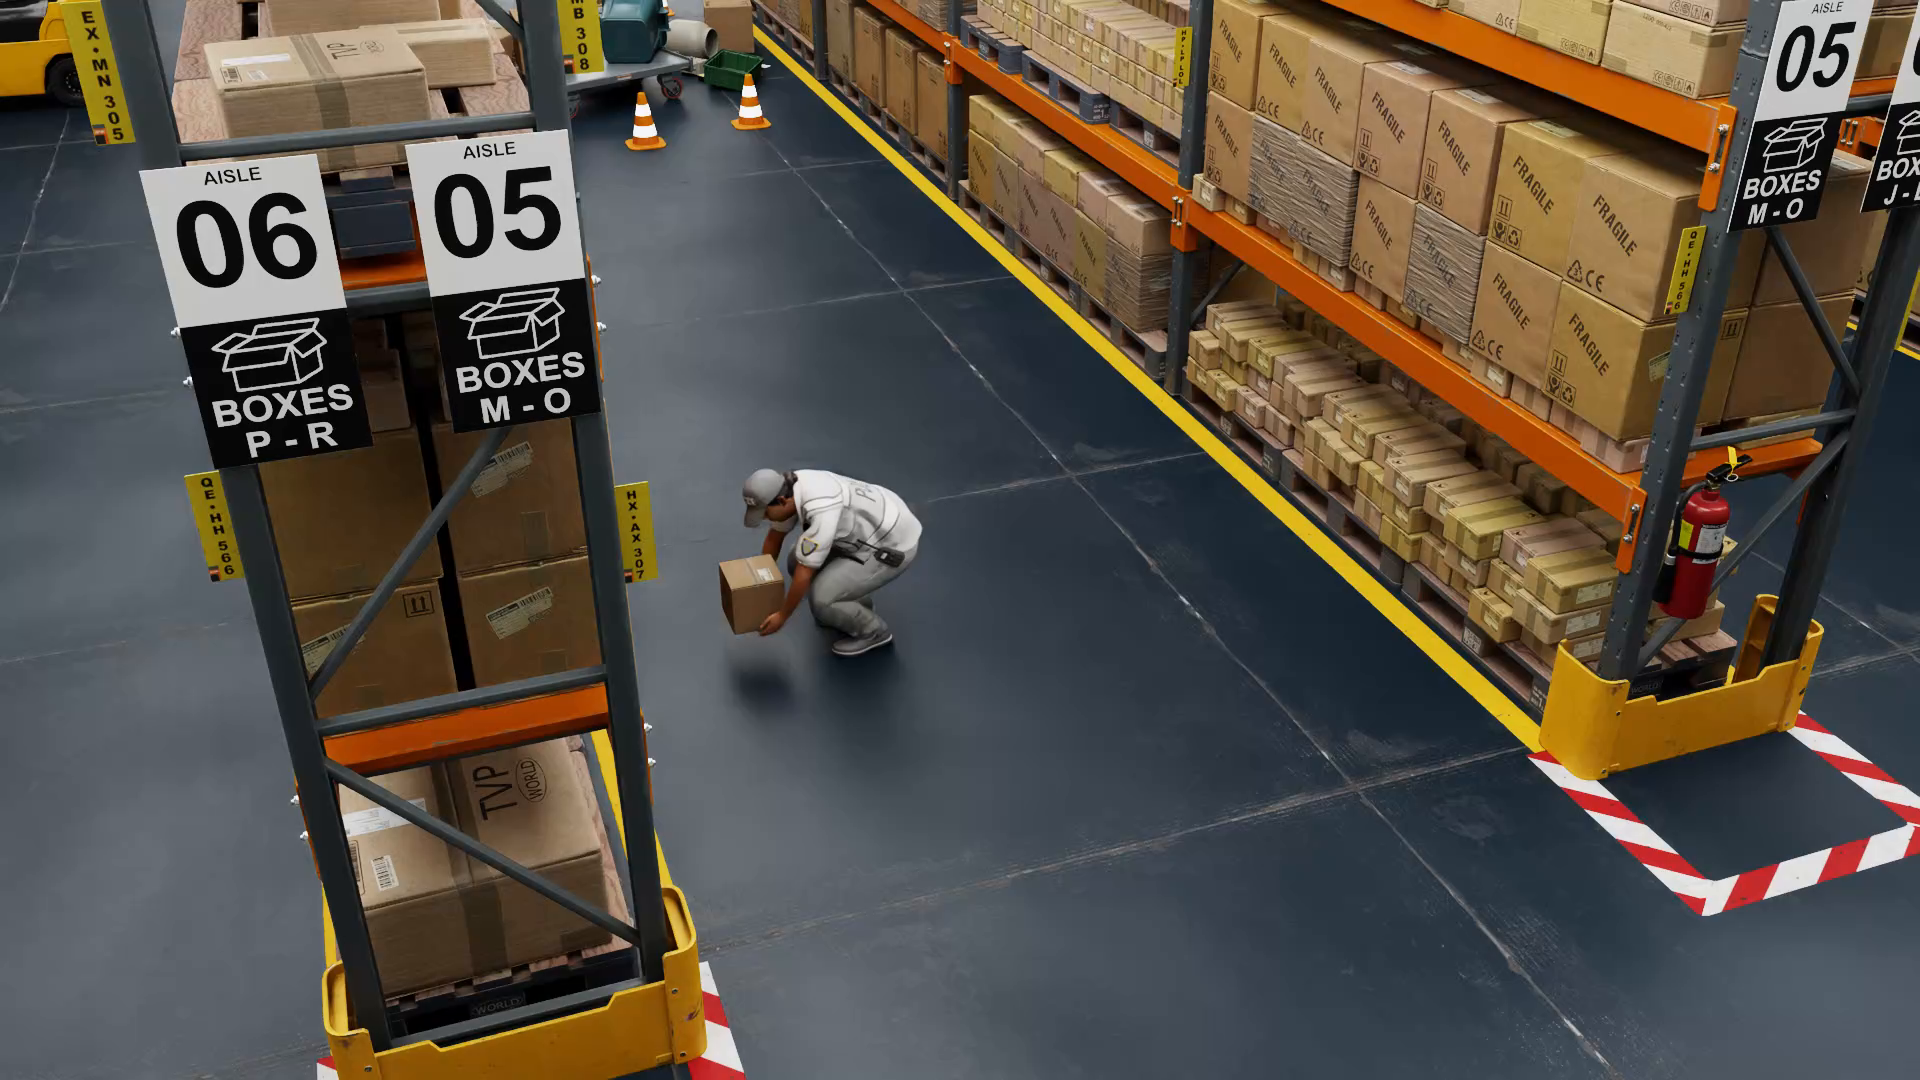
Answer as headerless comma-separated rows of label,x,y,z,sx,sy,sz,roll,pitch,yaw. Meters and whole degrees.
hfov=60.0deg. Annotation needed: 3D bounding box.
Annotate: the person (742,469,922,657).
person,-0.596,0.050,7.726,0.840,0.986,0.530,-11,32,-18
